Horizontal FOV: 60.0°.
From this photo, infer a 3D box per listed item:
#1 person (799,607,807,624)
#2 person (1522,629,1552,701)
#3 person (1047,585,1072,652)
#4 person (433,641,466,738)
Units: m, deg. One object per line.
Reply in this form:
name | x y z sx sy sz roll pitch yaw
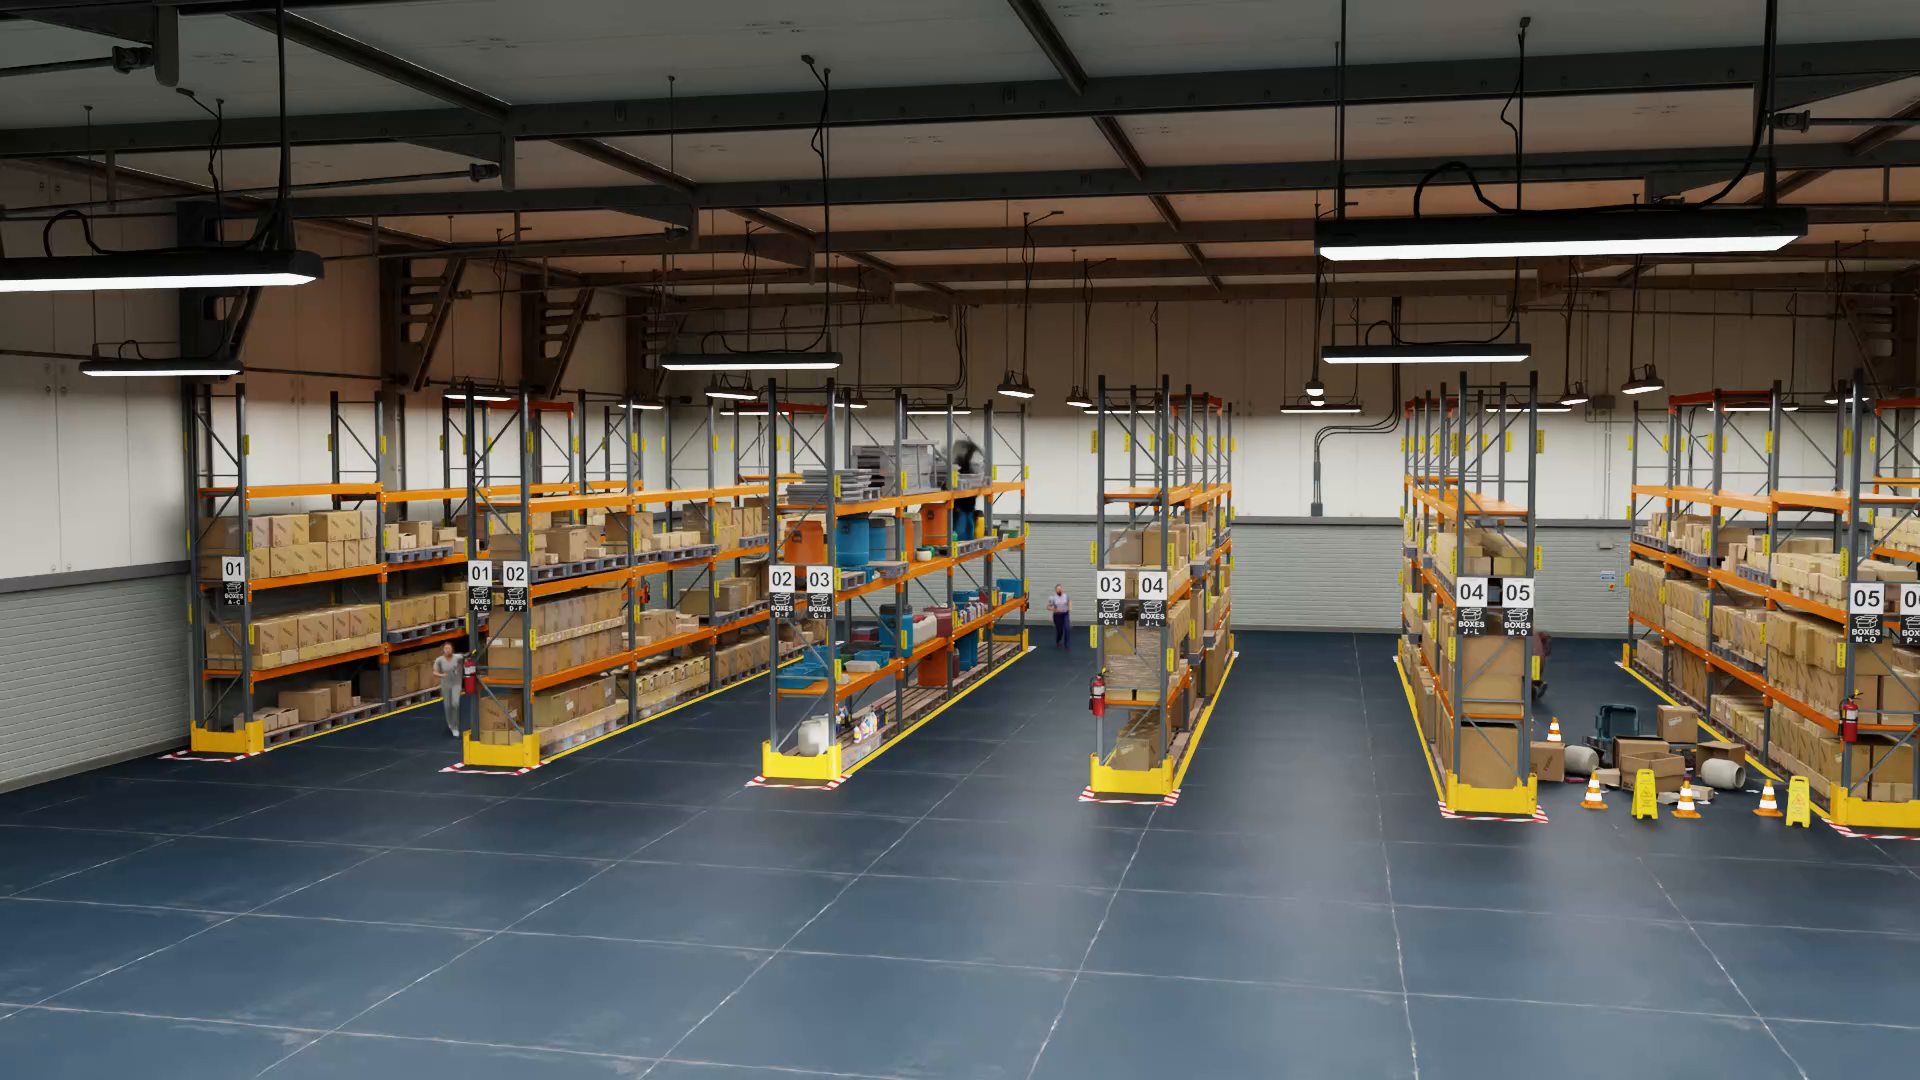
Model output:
person | -4.033 1.798 42.816 0.656 1.518 0.520 1 3 18
person | 11.230 2.368 32.422 0.727 1.585 0.978 0 3 -8
person | 2.435 1.905 40.580 0.655 1.639 0.770 -1 3 -18
person | -8.798 2.544 28.757 0.562 1.642 0.953 -1 3 -11
